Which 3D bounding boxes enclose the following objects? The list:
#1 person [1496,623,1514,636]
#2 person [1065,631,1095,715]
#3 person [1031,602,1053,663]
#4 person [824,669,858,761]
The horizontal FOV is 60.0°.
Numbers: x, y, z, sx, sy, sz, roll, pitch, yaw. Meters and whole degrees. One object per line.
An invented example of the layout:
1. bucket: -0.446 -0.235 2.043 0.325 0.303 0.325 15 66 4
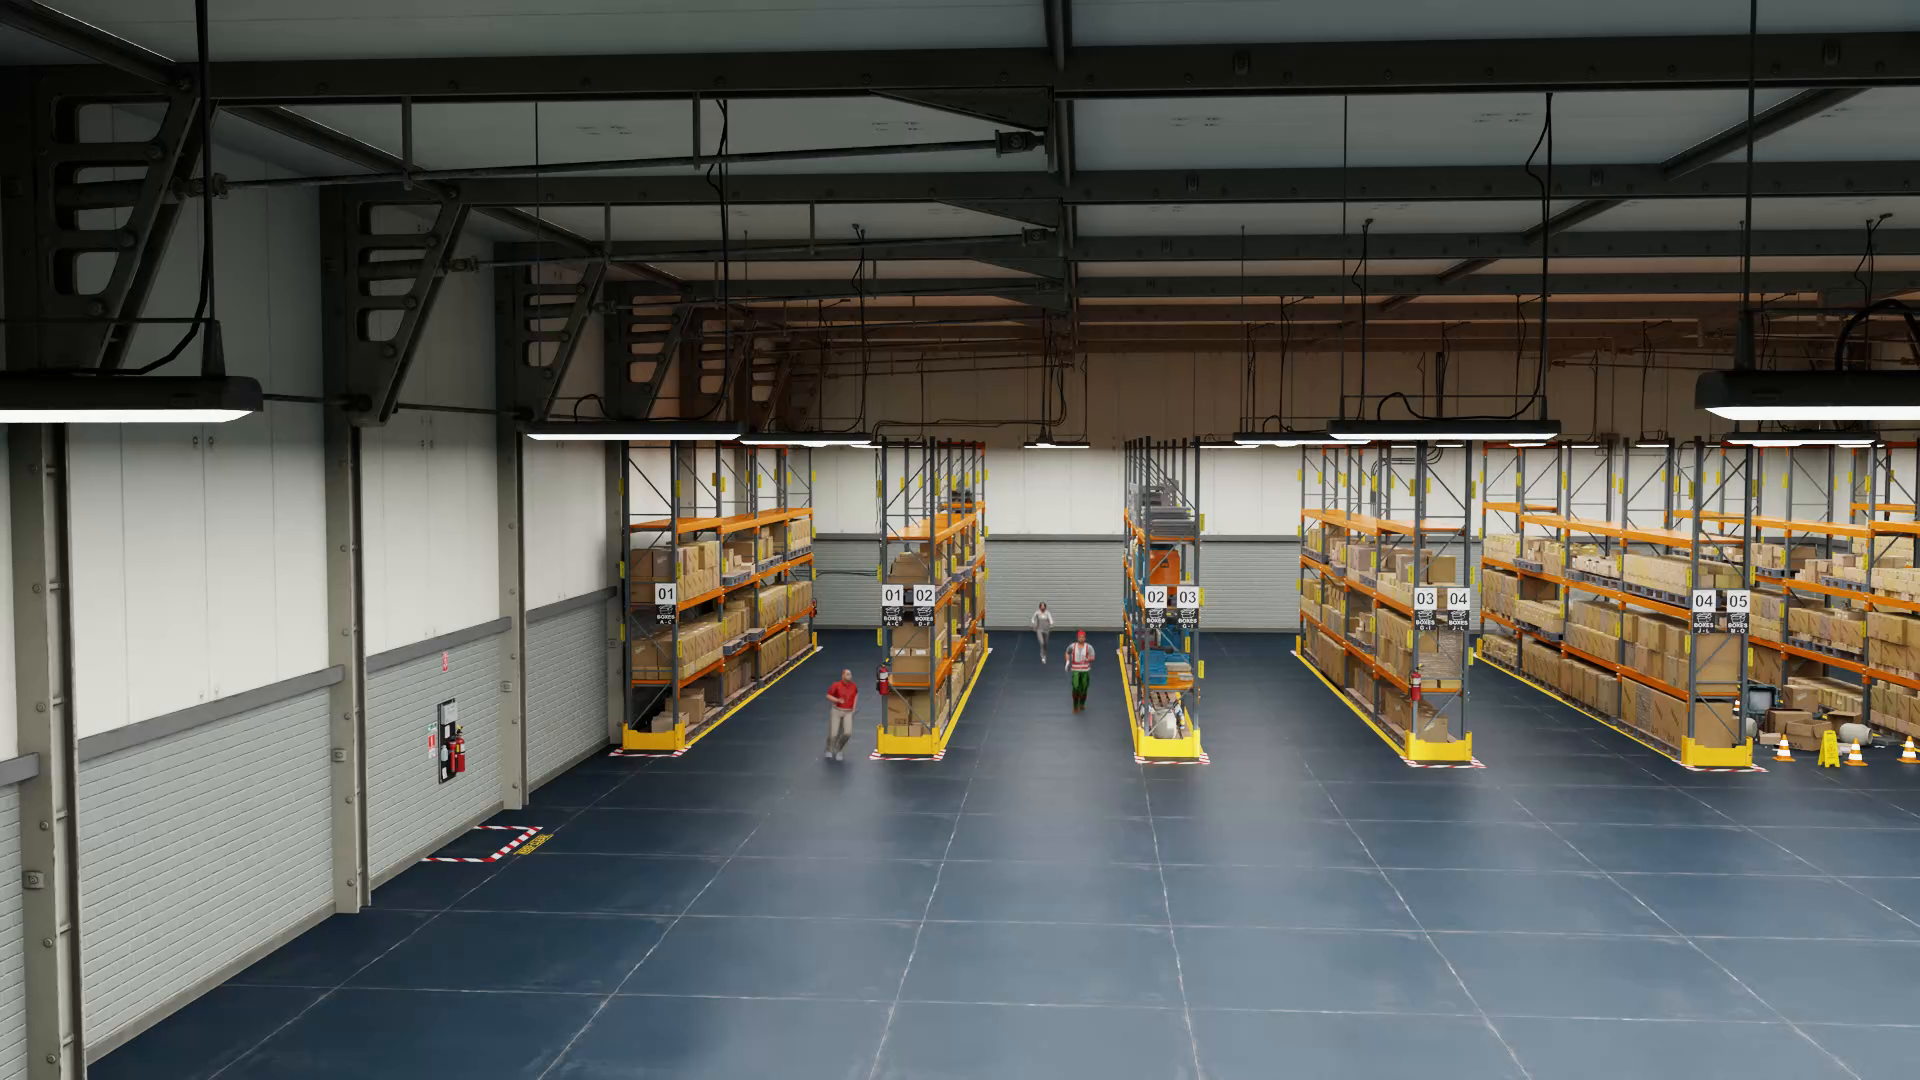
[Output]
1. person: 15.579 2.341 47.177 0.909 1.799 0.613 0 3 -7
2. person: 2.621 2.889 36.238 0.642 1.838 0.763 0 3 0
3. person: 2.127 2.392 42.845 0.546 1.552 0.794 0 3 -6
4. person: -2.147 3.251 30.801 0.666 1.721 0.676 -1 3 -20
